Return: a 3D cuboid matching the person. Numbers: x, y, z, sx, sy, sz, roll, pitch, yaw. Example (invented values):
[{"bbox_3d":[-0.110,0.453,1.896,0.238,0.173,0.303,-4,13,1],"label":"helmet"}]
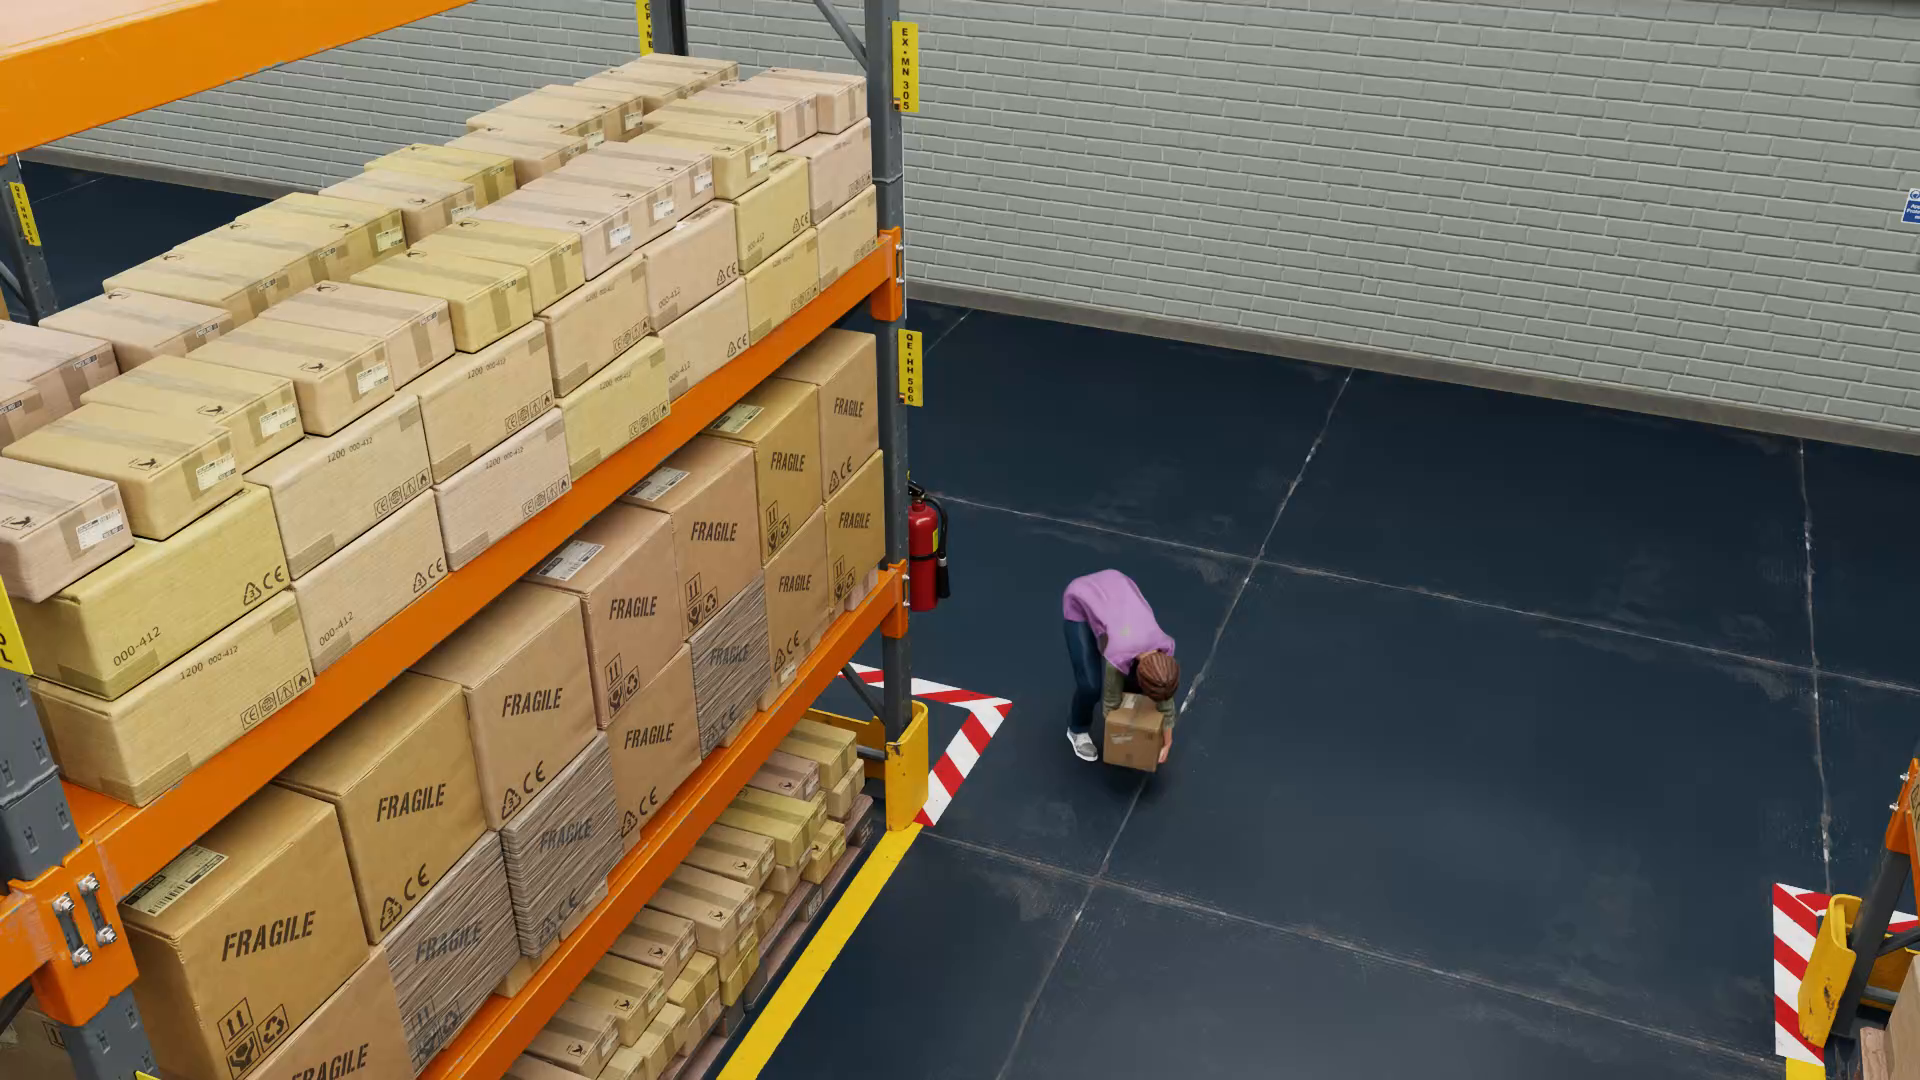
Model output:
[{"bbox_3d":[0.773,0.676,7.874,0.405,0.950,0.864,-13,32,-21],"label":"person"}]
